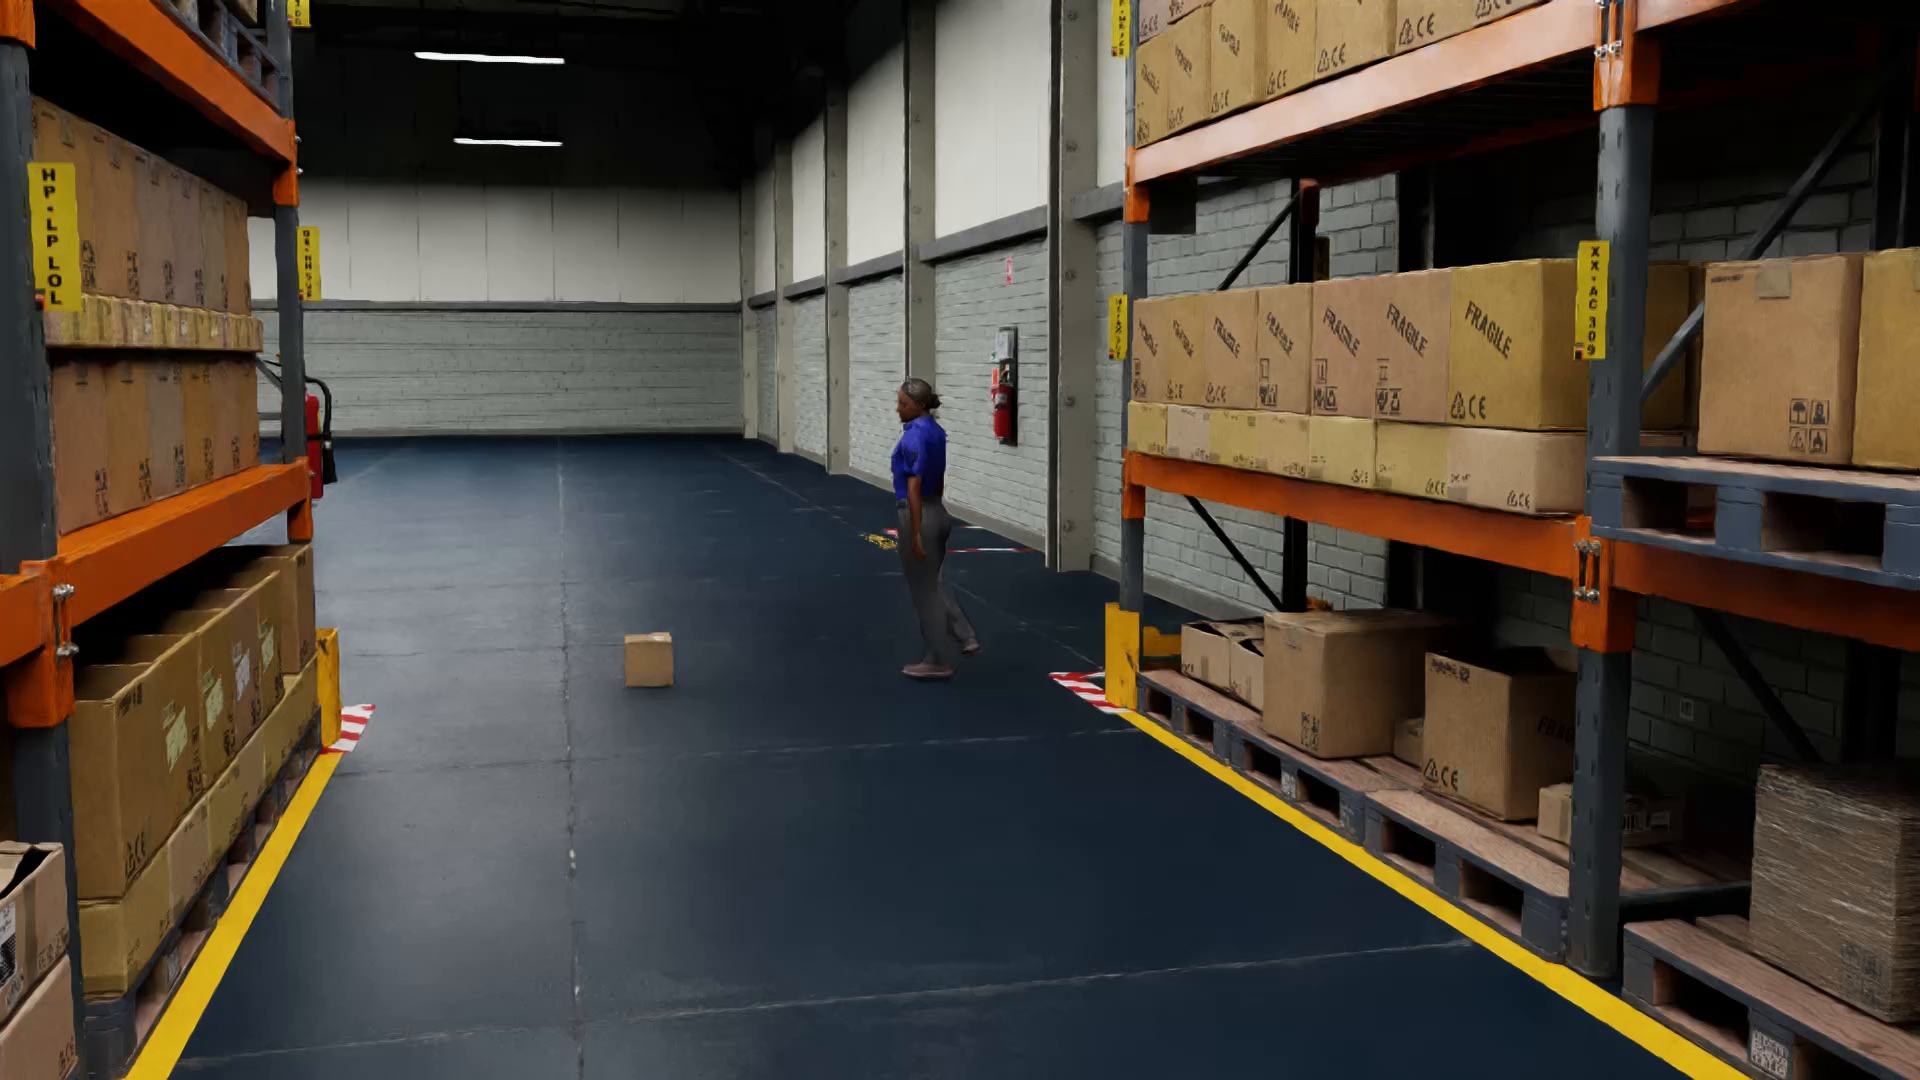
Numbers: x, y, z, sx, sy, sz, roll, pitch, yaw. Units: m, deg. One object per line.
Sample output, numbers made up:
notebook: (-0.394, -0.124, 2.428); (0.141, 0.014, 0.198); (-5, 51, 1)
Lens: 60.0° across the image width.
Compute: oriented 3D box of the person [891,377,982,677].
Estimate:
person: (-0.132, -0.073, 9.221); (0.433, 1.651, 0.637); (3, 7, 22)
